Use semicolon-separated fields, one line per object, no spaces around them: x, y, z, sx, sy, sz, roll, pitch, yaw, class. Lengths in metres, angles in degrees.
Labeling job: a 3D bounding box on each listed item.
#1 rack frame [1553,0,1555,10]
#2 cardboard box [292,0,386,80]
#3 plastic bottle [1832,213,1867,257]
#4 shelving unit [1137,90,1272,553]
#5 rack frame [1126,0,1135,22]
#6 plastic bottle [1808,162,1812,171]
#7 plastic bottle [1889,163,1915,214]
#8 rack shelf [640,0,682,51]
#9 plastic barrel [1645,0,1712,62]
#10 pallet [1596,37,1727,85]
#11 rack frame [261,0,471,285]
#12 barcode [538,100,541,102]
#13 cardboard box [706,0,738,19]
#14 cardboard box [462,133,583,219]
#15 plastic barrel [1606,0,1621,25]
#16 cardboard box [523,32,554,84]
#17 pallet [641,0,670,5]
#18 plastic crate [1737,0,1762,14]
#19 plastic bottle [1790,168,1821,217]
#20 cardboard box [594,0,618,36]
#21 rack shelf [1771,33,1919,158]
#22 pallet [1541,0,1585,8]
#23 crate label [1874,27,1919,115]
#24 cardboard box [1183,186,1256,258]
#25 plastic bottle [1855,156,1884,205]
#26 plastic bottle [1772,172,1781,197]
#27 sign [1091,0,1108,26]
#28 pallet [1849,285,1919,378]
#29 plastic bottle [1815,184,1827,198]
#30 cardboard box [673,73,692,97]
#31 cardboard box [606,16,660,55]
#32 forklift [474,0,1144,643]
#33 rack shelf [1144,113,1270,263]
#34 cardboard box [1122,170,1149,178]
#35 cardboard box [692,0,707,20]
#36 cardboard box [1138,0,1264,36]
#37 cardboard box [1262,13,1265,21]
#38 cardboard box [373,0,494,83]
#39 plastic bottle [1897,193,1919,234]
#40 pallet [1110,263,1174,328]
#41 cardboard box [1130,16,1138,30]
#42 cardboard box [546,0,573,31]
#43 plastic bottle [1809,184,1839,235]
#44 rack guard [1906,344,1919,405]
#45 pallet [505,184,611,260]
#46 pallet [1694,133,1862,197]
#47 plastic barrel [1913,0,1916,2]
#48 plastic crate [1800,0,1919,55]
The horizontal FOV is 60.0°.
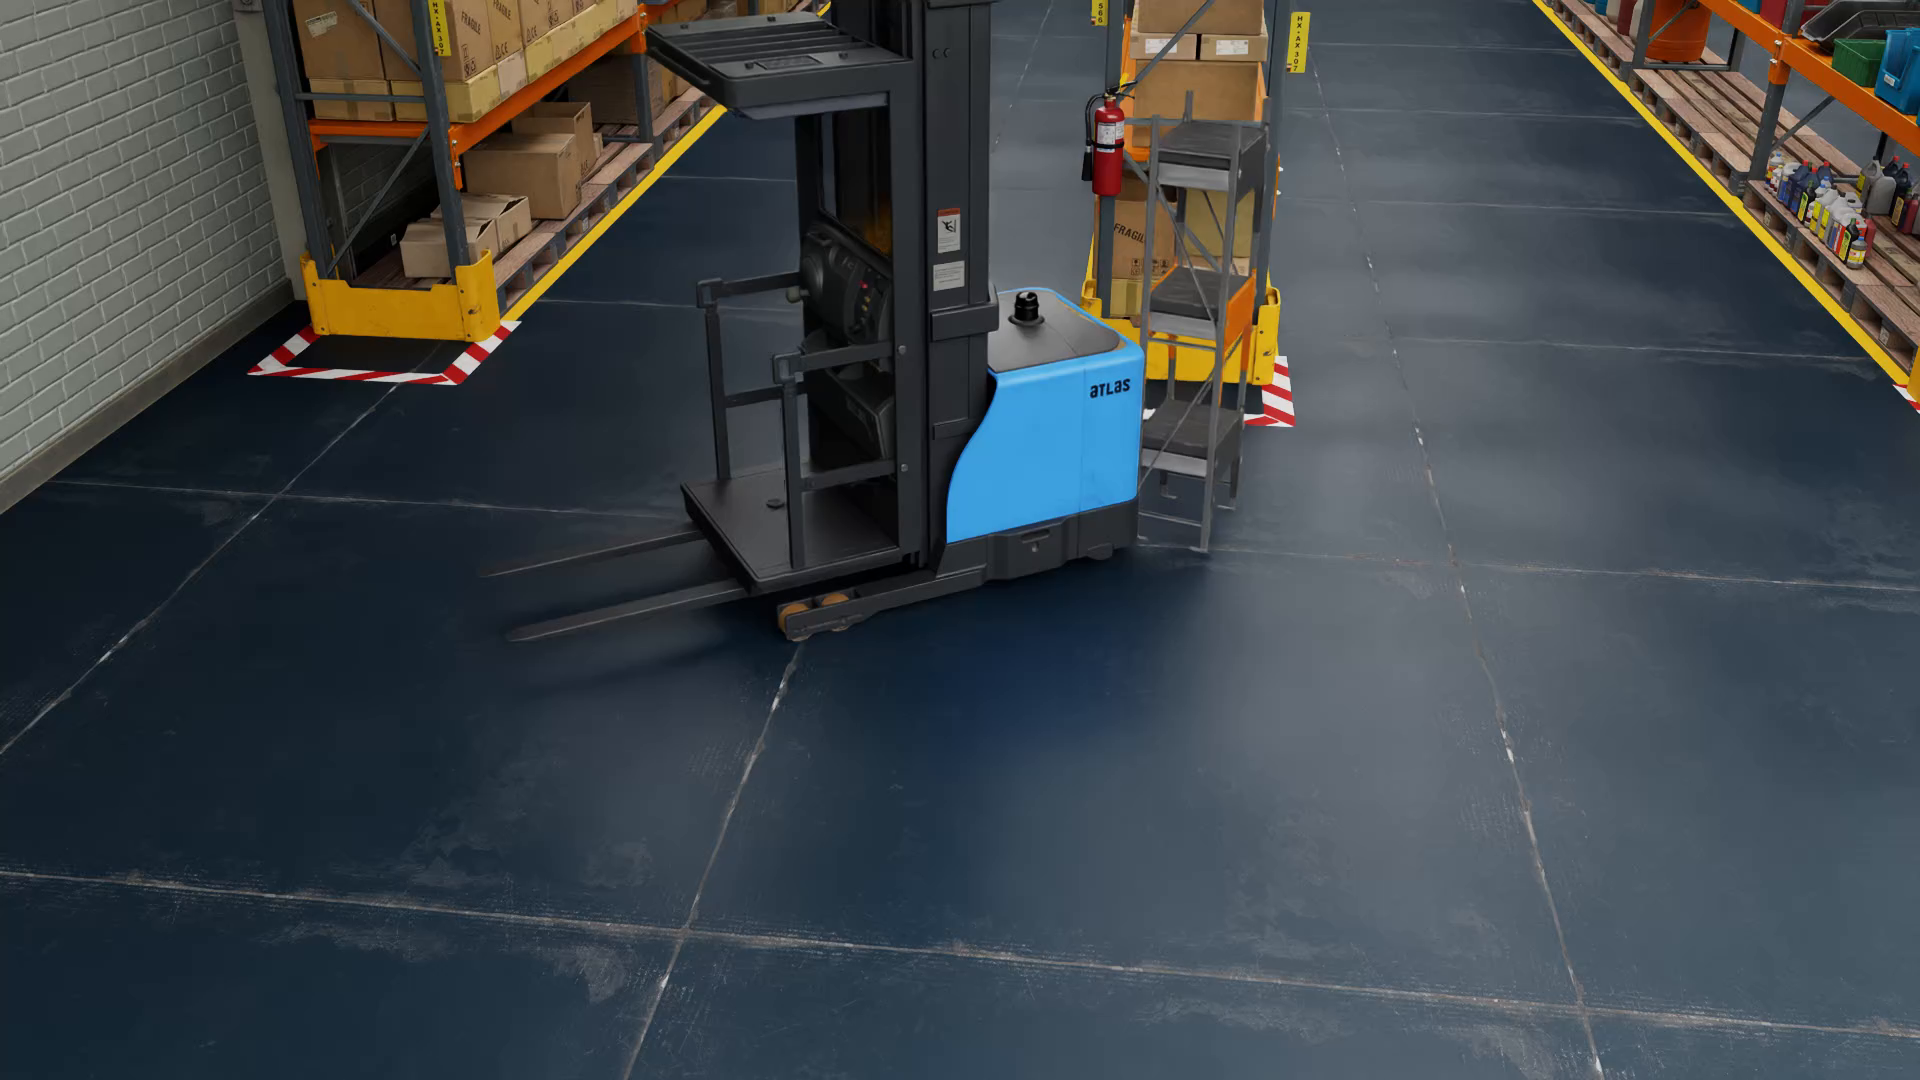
7.707;-7.731;19.437;1.000;3.000;0.127;3;28;6;rack frame
-3.749;-3.165;10.309;0.500;0.500;0.500;3;28;6;cardboard box
6.085;-2.084;11.363;0.152;0.276;0.135;4;29;7;plastic bottle
1.127;-1.009;7.908;0.431;2.100;0.503;12;31;21;shelving unit
1.811;-4.255;12.985;1.000;3.000;0.127;3;28;6;rack frame
6.346;-2.679;12.459;0.061;0.283;0.133;3;28;6;plastic bottle
6.910;-2.582;12.209;0.144;0.351;0.185;2;28;4;plastic bottle
-2.860;-5.165;15.434;1.077;0.370;4.000;3;28;6;rack shelf
7.260;-5.309;16.786;0.600;0.830;0.708;3;28;6;plastic barrel
7.272;-4.994;17.297;1.003;0.211;1.213;3;28;6;pallet
-3.596;-2.658;10.021;1.000;3.000;0.127;3;28;6;rack frame
-3.410;-3.535;13.482;0.001;0.075;0.075;3;28;6;barcode
-2.652;-5.175;16.864;0.700;0.500;0.500;4;29;7;cardboard box
-3.212;-2.682;12.238;0.700;0.500;0.500;2;28;3;cardboard box
7.379;-5.971;18.351;0.421;0.512;0.421;0;28;0;plastic barrel
-3.103;-3.297;11.343;0.500;0.250;0.500;3;28;5;cardboard box
-2.867;-4.808;14.213;1.003;0.211;1.213;3;28;6;pallet
6.553;-4.495;13.448;0.392;0.384;0.575;3;28;6;plastic crate
6.193;-2.548;12.146;0.144;0.351;0.185;2;28;4;plastic bottle
-2.932;-4.009;12.666;0.500;0.250;0.500;3;29;6;cardboard box
6.482;-2.707;10.870;1.077;0.370;4.000;3;28;6;rack shelf
7.759;-6.851;20.745;1.003;0.211;1.213;3;28;6;pallet
6.194;-2.980;10.581;0.502;0.435;0.616;3;28;6;crate label
1.667;-2.151;10.746;0.500;0.500;0.500;3;28;6;cardboard box
6.791;-2.681;12.393;0.144;0.351;0.185;3;28;6;plastic bottle
6.228;-2.706;12.598;0.097;0.201;0.097;0;28;0;plastic bottle
0.784;-3.024;9.230;0.100;0.325;0.005;3;28;6;sign
6.304;-1.275;10.394;1.003;0.211;1.213;3;28;6;pallet
6.212;-2.441;12.032;0.097;0.271;0.097;0;28;0;plastic bottle
-2.916;-4.465;15.547;0.700;0.500;0.500;4;29;7;cardboard box
-2.981;-4.519;14.856;0.500;0.250;0.500;3;28;5;cardboard box
-0.690;-1.125;7.248;3.031;2.935;1.130;-13;31;-23;forklift
1.127;-1.613;7.583;0.431;0.518;0.480;12;31;21;rack shelf
1.200;-2.417;11.240;0.500;0.500;0.500;3;28;6;cardboard box
-2.784;-5.240;16.195;0.500;0.250;0.500;4;29;7;cardboard box
1.398;-3.231;9.611;0.700;0.500;0.500;3;29;6;cardboard box
1.645;-3.115;10.080;0.380;0.149;0.250;3;29;6;cardboard box
-3.239;-3.138;10.258;0.500;0.500;0.500;3;28;6;cardboard box
6.741;-2.330;11.813;0.061;0.283;0.133;3;28;6;plastic bottle
1.373;-1.507;10.824;1.003;0.211;1.213;3;28;6;pallet
1.210;-3.015;9.895;0.380;0.149;0.250;4;29;7;cardboard box
-3.047;-3.857;11.592;0.500;0.500;0.500;4;29;8;cardboard box
6.141;-2.348;11.774;0.144;0.351;0.185;3;28;6;plastic bottle
6.199;-1.020;9.616;1.175;0.500;0.348;3;28;6;rack guard
-3.300;-2.419;12.517;1.003;0.211;1.213;3;28;6;pallet
6.785;-3.109;13.799;1.003;0.211;1.213;3;28;6;pallet
7.075;-4.350;12.633;0.600;0.901;0.708;3;28;6;plastic barrel
6.536;-3.699;12.018;0.767;0.338;0.504;3;28;6;plastic crate
